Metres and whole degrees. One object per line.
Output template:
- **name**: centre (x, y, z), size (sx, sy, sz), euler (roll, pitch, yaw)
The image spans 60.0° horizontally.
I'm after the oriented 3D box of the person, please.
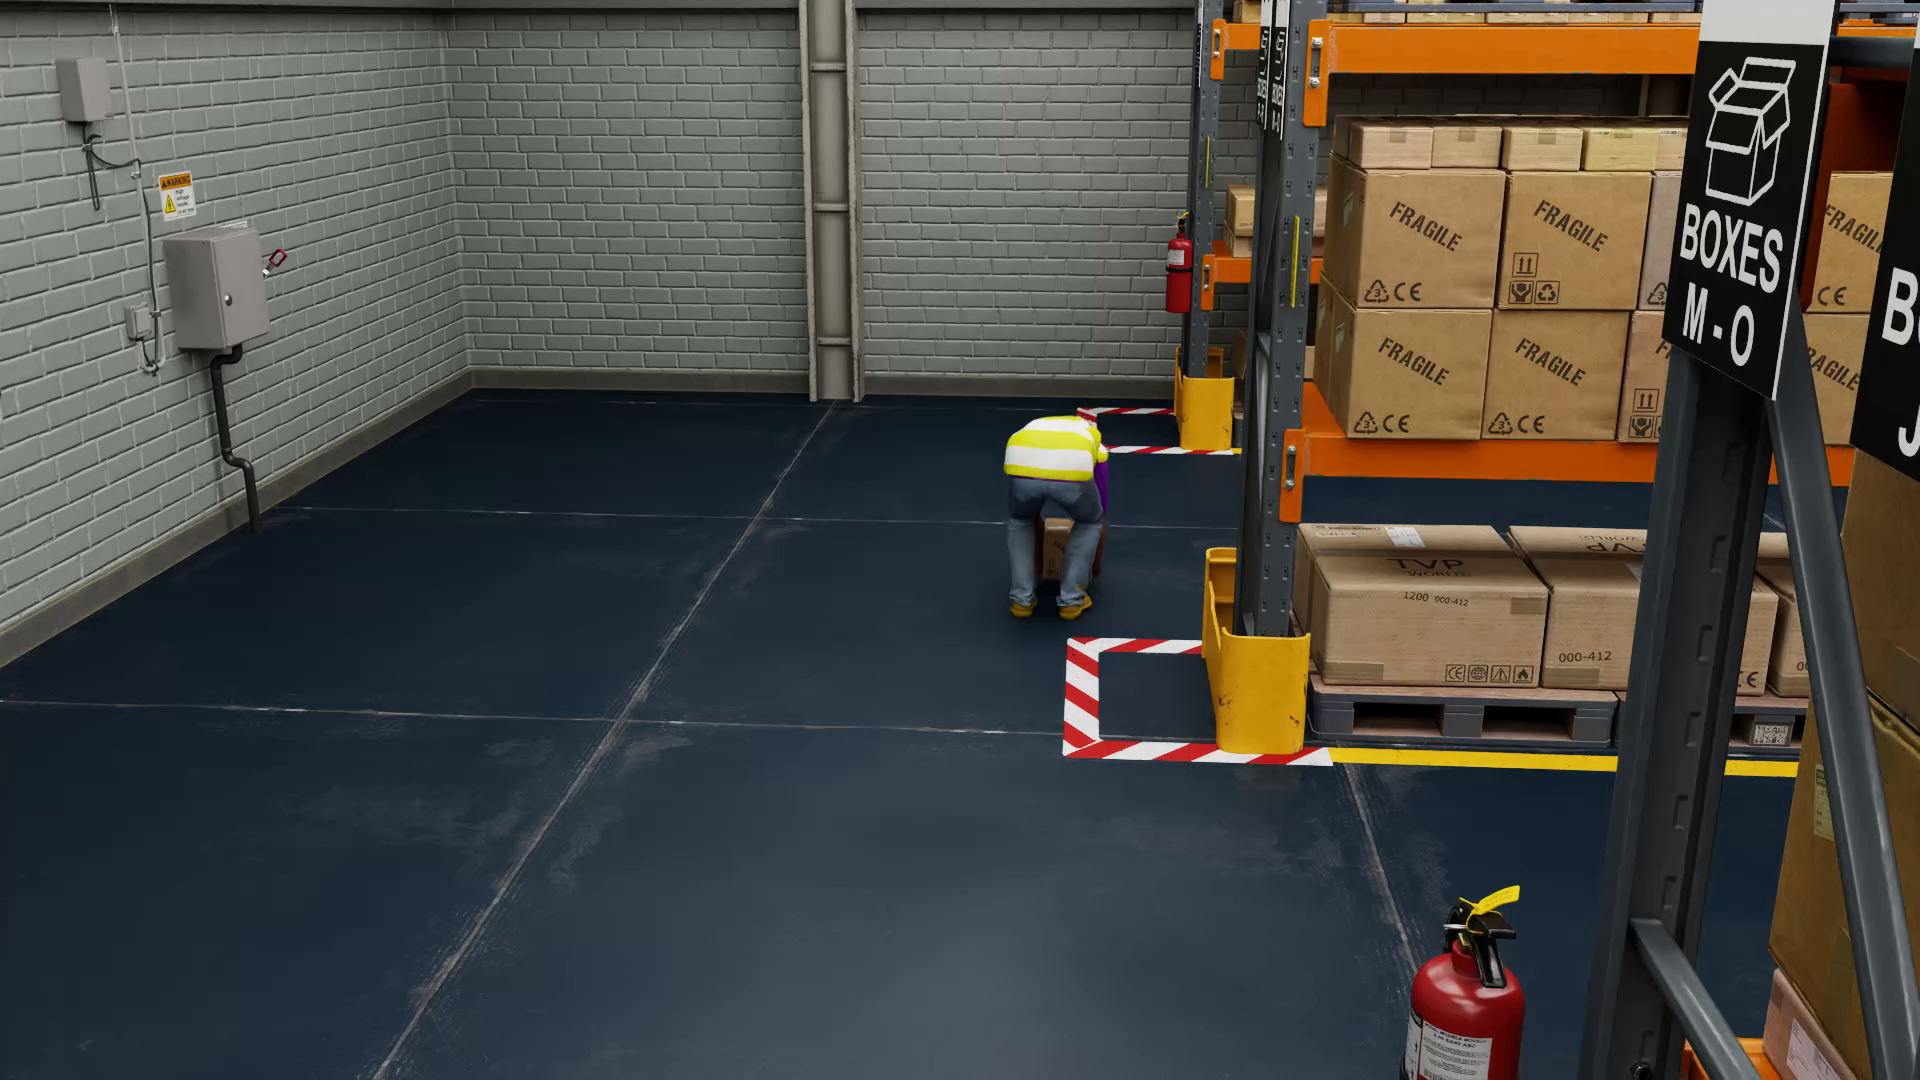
- **person**: centre (0.478, -0.430, 8.227), size (0.475, 1.557, 0.796), euler (4, 18, 14)
